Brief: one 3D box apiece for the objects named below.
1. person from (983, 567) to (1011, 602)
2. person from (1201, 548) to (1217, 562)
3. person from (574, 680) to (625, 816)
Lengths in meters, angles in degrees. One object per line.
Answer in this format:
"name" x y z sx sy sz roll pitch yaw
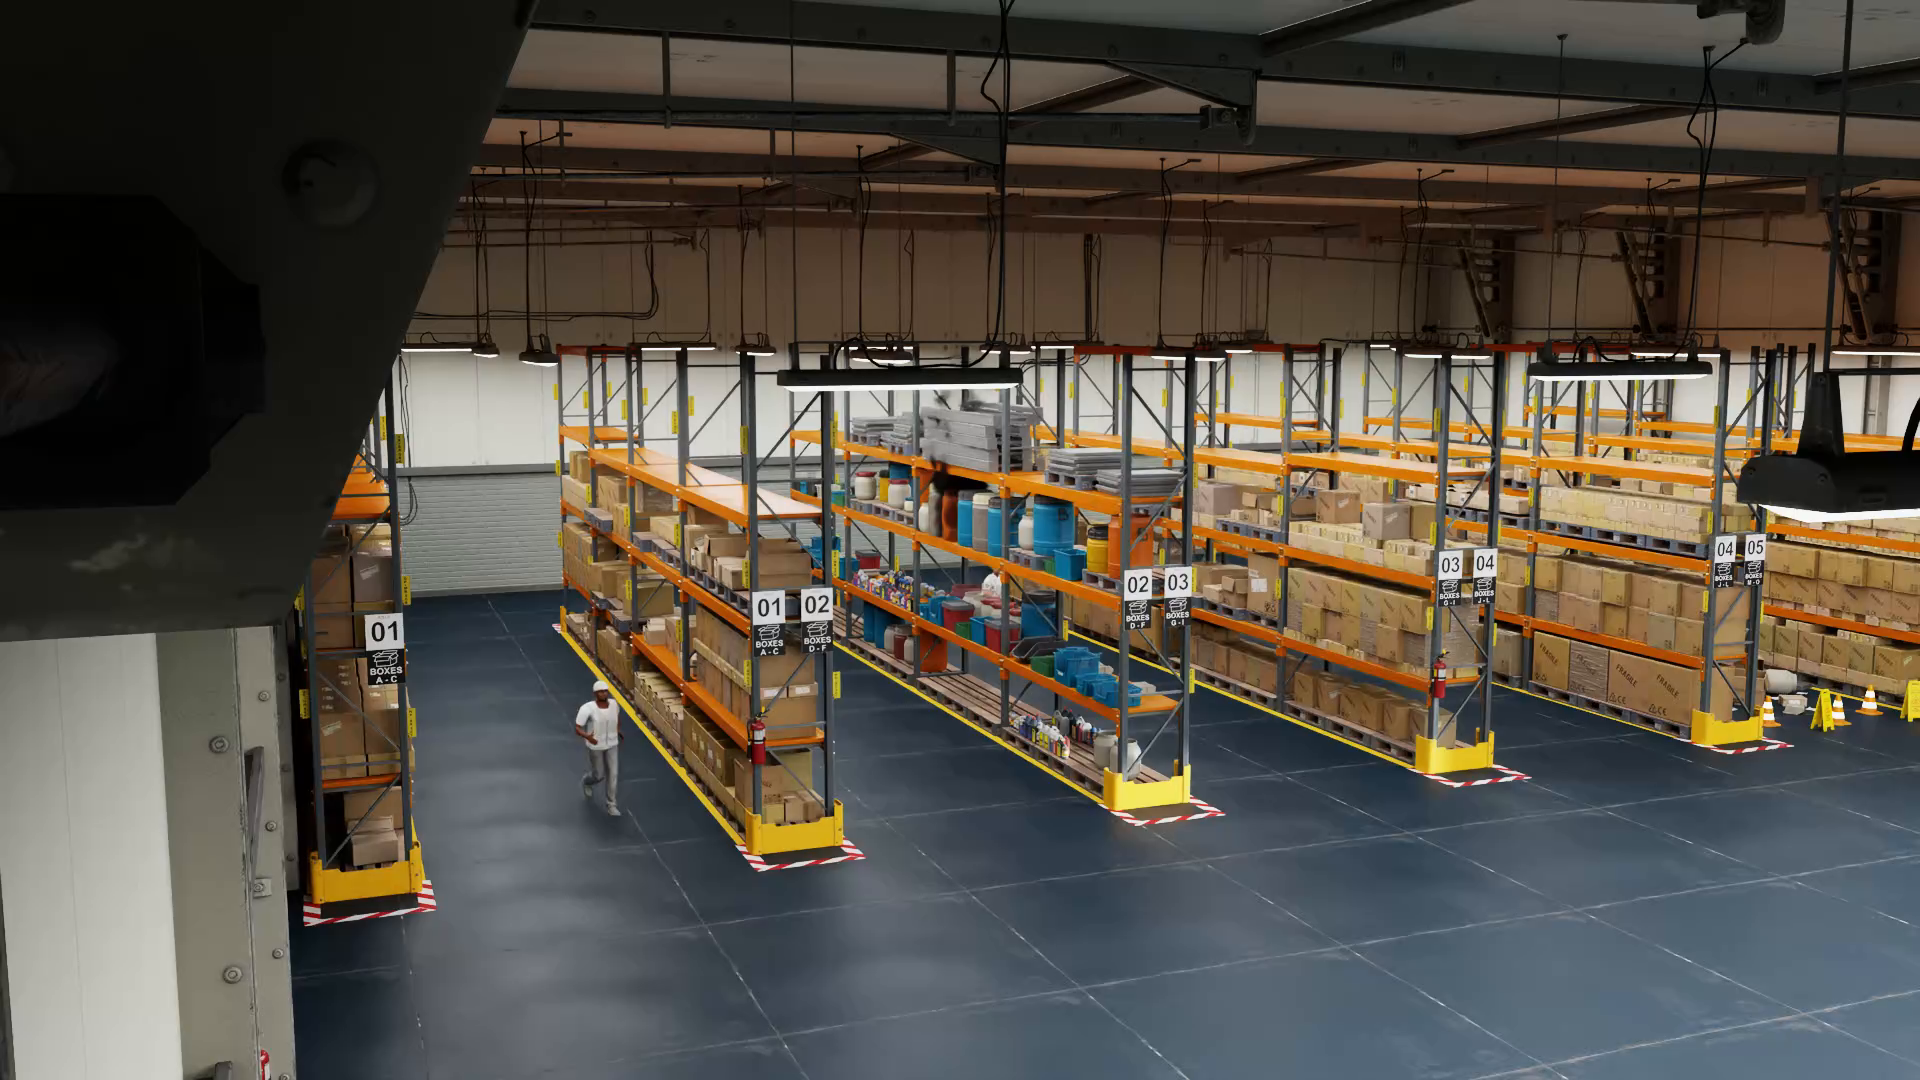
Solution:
"person" 0.775 1.267 33.070 0.629 1.743 0.598 -4 8 -30
"person" 6.282 0.158 41.869 0.929 1.717 0.676 -2 8 -17
"person" -4.698 2.702 21.813 0.698 1.753 0.948 -5 9 -35
